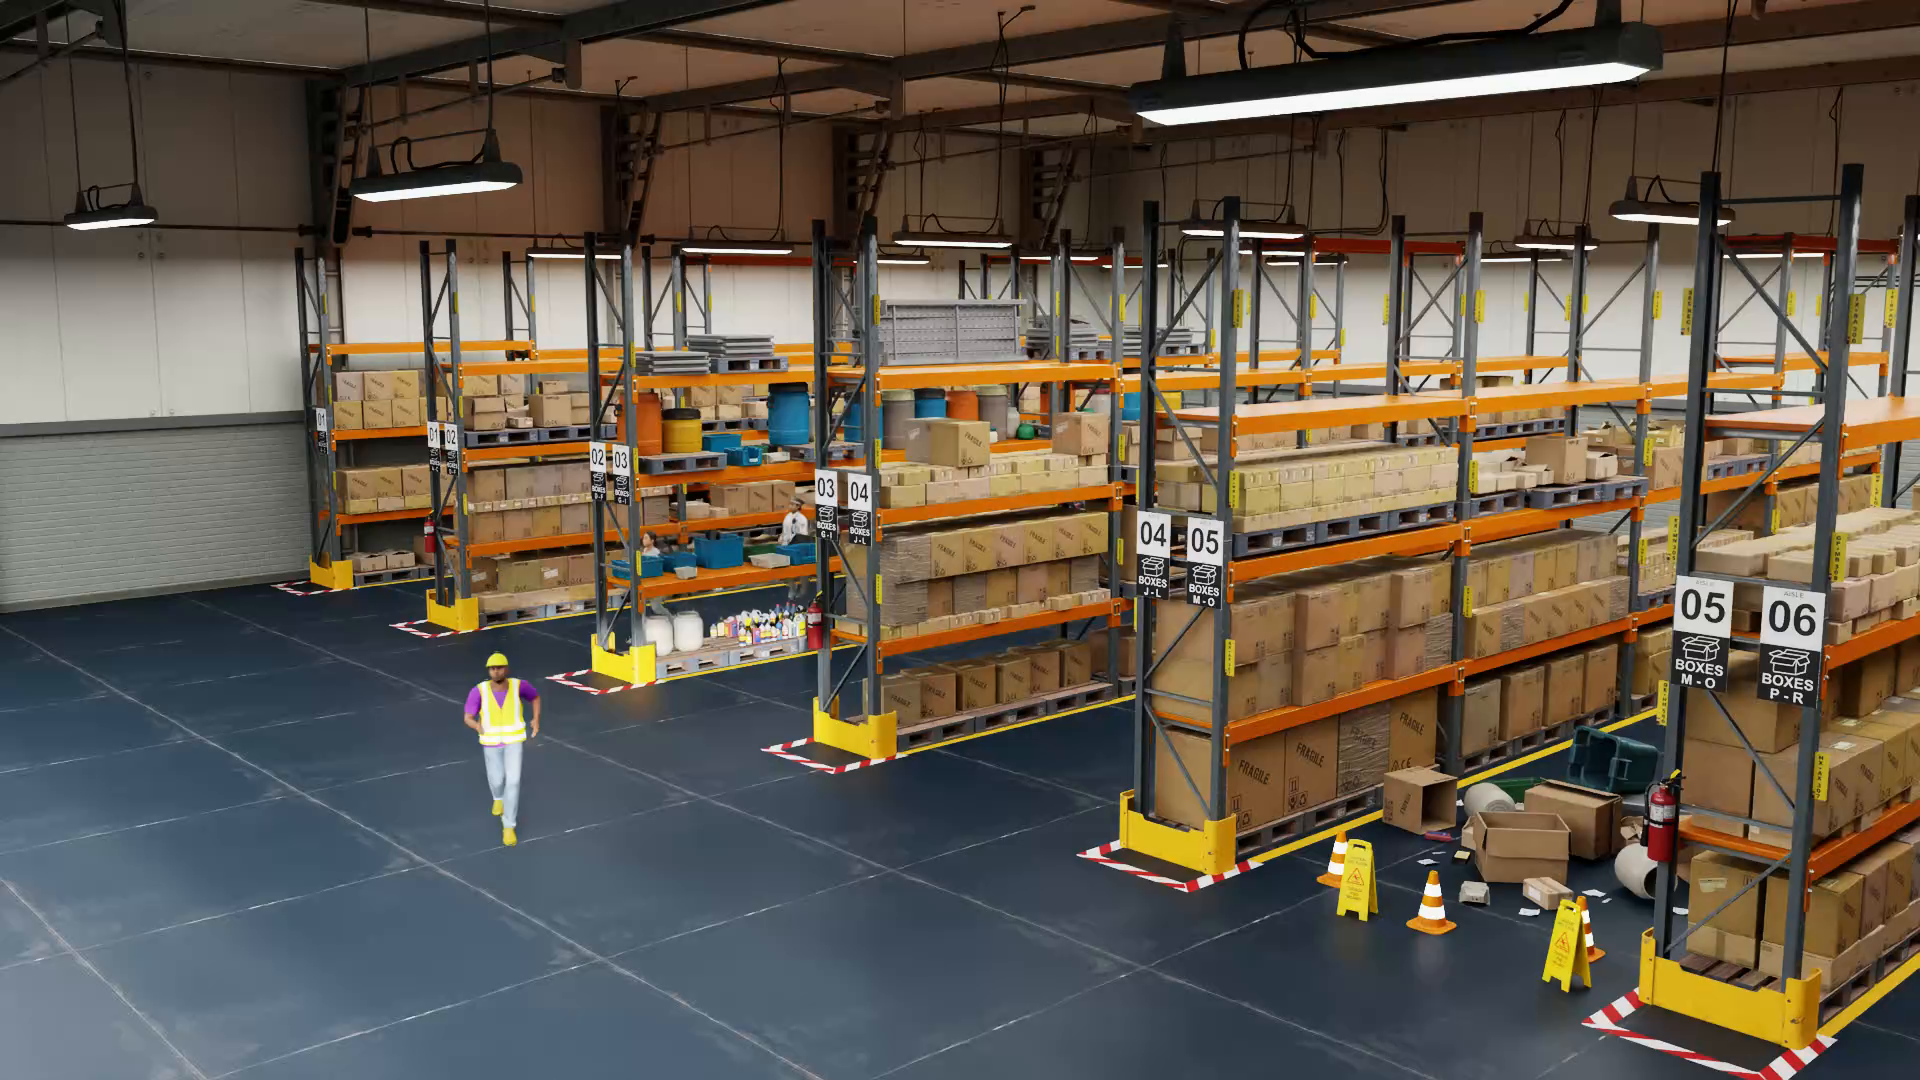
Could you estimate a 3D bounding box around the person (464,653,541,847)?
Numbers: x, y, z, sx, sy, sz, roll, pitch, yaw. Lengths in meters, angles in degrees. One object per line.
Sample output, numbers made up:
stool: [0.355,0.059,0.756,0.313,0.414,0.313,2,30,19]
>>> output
person: [-4.400,1.961,16.033,0.711,1.765,0.979,-2,9,-12]

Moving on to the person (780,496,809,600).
person: [-2.703,0.131,26.763,0.582,1.702,0.620,7,11,38]

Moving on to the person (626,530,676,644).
person: [-4.610,0.806,24.862,0.894,1.425,0.564,-8,12,-44]

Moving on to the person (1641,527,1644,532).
person: [10.190,0.643,25.106,0.693,1.729,0.669,8,12,44]
